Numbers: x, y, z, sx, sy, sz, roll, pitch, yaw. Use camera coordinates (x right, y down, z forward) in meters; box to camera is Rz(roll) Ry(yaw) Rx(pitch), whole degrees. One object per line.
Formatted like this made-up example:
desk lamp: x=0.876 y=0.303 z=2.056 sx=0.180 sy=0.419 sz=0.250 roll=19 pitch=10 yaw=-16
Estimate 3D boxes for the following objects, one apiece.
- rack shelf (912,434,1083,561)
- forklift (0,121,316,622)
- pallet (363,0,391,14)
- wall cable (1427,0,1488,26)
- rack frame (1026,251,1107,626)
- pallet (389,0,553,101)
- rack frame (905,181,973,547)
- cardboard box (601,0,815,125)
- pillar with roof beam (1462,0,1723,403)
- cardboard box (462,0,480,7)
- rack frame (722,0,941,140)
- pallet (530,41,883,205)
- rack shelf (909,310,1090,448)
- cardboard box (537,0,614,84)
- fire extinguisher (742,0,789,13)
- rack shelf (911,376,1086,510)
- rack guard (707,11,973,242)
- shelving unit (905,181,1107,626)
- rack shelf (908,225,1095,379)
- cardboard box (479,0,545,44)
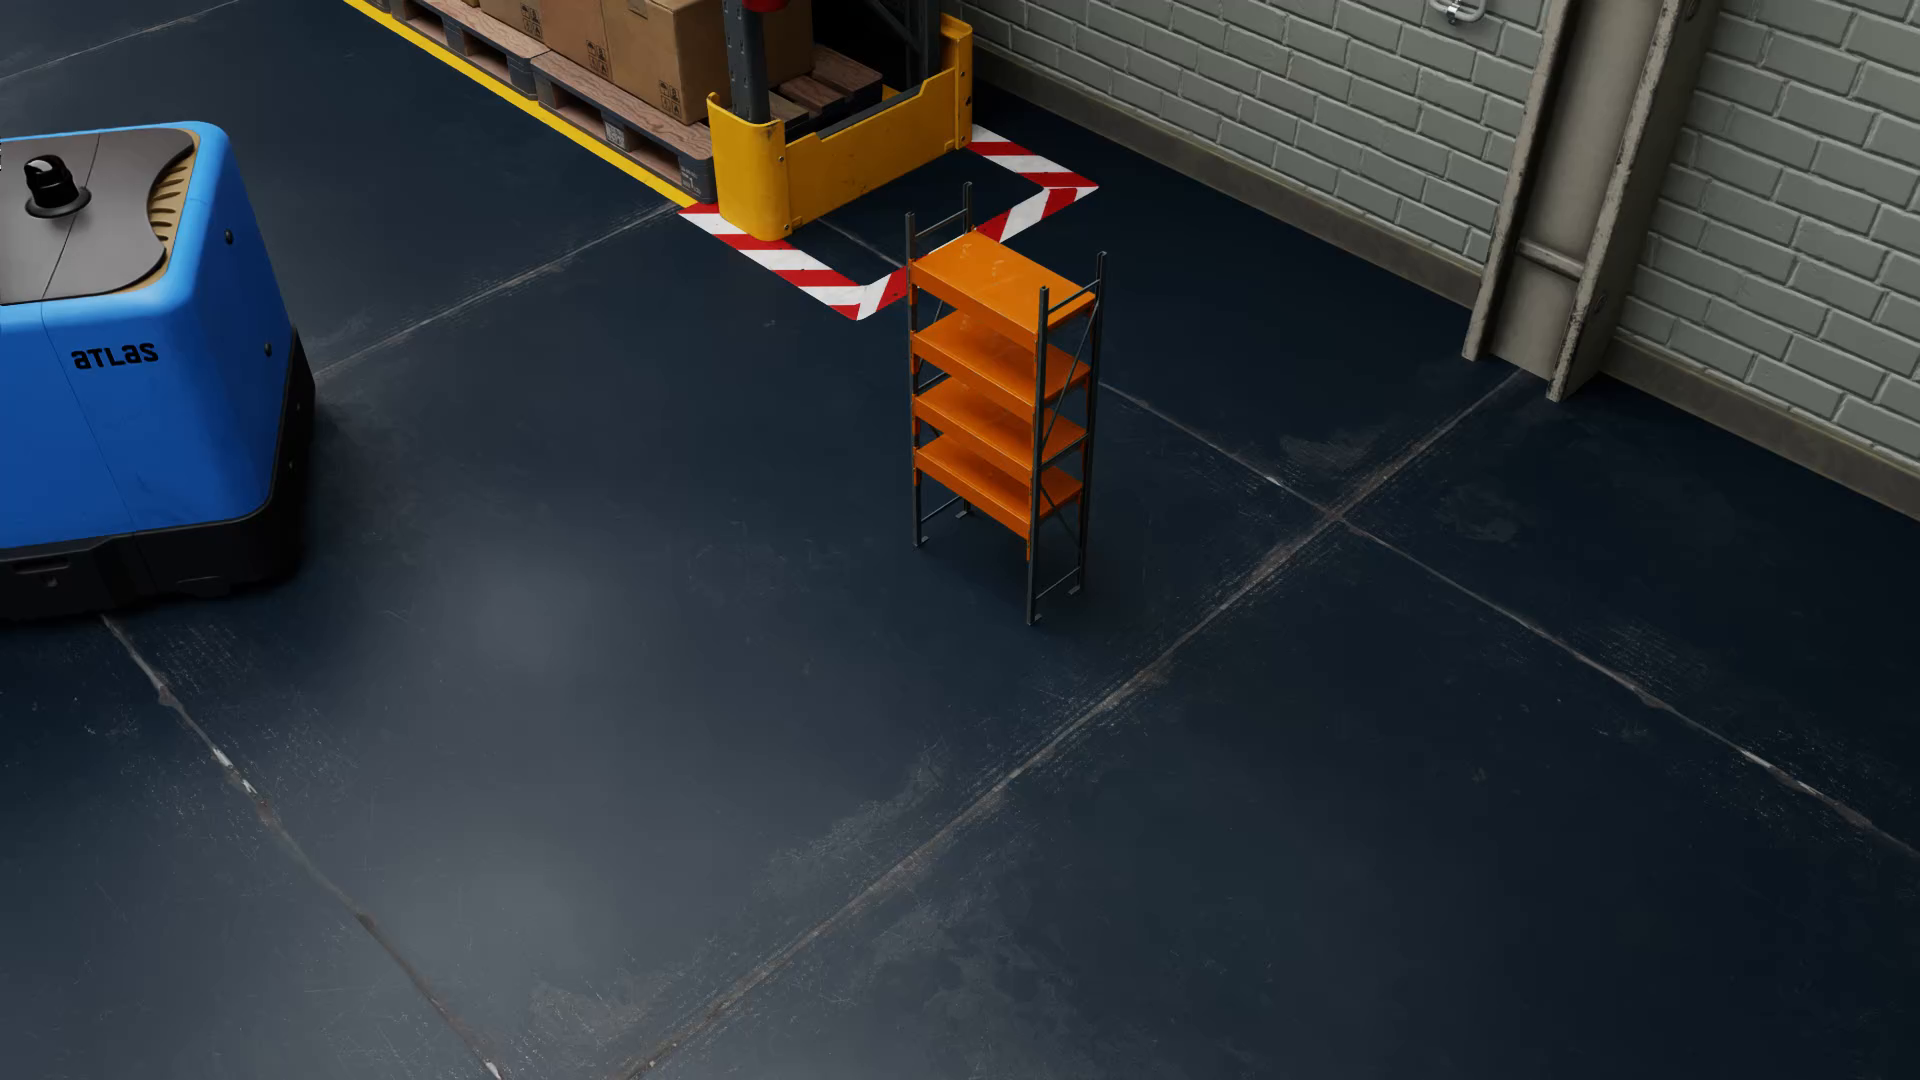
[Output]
rack shelf: x=0.117 y=-0.166 z=4.937 sx=0.258 sy=0.148 sz=0.480 roll=-34 pitch=53 yaw=-31
forklift: x=-3.608 y=-1.054 z=4.231 sx=3.031 sy=2.935 sz=1.130 roll=-8 pitch=43 yaw=-9
pallet: x=-2.817 y=-3.121 z=8.472 sx=1.003 sy=0.211 sz=1.213 roll=-34 pitch=53 yaw=-31
wall cable: x=1.100 y=-2.837 z=5.362 sx=0.084 sy=1.984 sz=1.851 roll=-34 pitch=53 yaw=-31
rack frame: x=0.289 y=-0.244 z=4.630 sx=0.240 sy=1.200 sz=0.015 roll=-34 pitch=53 yaw=-31
pallet: x=-1.951 y=-2.535 z=7.838 sx=1.003 sy=0.211 sz=1.213 roll=-34 pitch=53 yaw=-31
rack frame: x=-0.055 y=-0.478 z=4.884 sx=0.240 sy=1.200 sz=0.015 roll=-34 pitch=53 yaw=-31
cardboard box: x=-1.039 y=-2.151 z=6.900 sx=0.700 sy=0.500 sz=0.500 roll=-34 pitch=53 yaw=-31
pillar with roof beam: x=-1.003 y=-1.883 z=0.657 sx=9.100 sy=9.000 sz=0.400 roll=-34 pitch=53 yaw=-31
cardboard box: x=-2.130 y=-2.885 z=7.694 sx=0.700 sy=0.500 sz=0.500 roll=-33 pitch=52 yaw=-30
rack frame: x=-0.474 y=-2.626 z=5.882 sx=1.000 sy=3.000 sz=0.127 roll=-34 pitch=53 yaw=-31
pallet: x=-1.094 y=-1.949 z=7.203 sx=1.003 sy=0.211 sz=1.213 roll=-34 pitch=53 yaw=-31
rack shelf: x=0.117 y=-0.476 z=4.651 sx=0.258 sy=0.148 sz=0.480 roll=-34 pitch=53 yaw=-31
cardboard box: x=-1.392 y=-2.391 z=7.160 sx=0.500 sy=0.500 sz=0.700 roll=34 pitch=53 yaw=31
fire extinguisher: x=-0.694 y=-2.167 z=5.717 sx=0.296 sy=0.674 sz=0.183 roll=-34 pitch=53 yaw=-31
rack shelf: x=0.117 y=-0.312 z=4.802 sx=0.258 sy=0.148 sz=0.480 roll=-34 pitch=53 yaw=-31
rack guard: x=-0.457 y=-1.696 z=6.718 sx=1.175 sy=0.500 sz=0.348 roll=-34 pitch=53 yaw=-31
shelving unit: x=0.117 y=-0.361 z=4.757 sx=0.258 sy=1.200 sz=0.503 roll=-34 pitch=53 yaw=-31
rack shelf: x=0.117 y=-0.650 z=4.490 sx=0.258 sy=0.148 sz=0.480 roll=-34 pitch=53 yaw=-31
cardboard box: x=-1.748 y=-2.632 z=7.421 sx=0.500 sy=0.500 sz=0.700 roll=32 pitch=52 yaw=30
